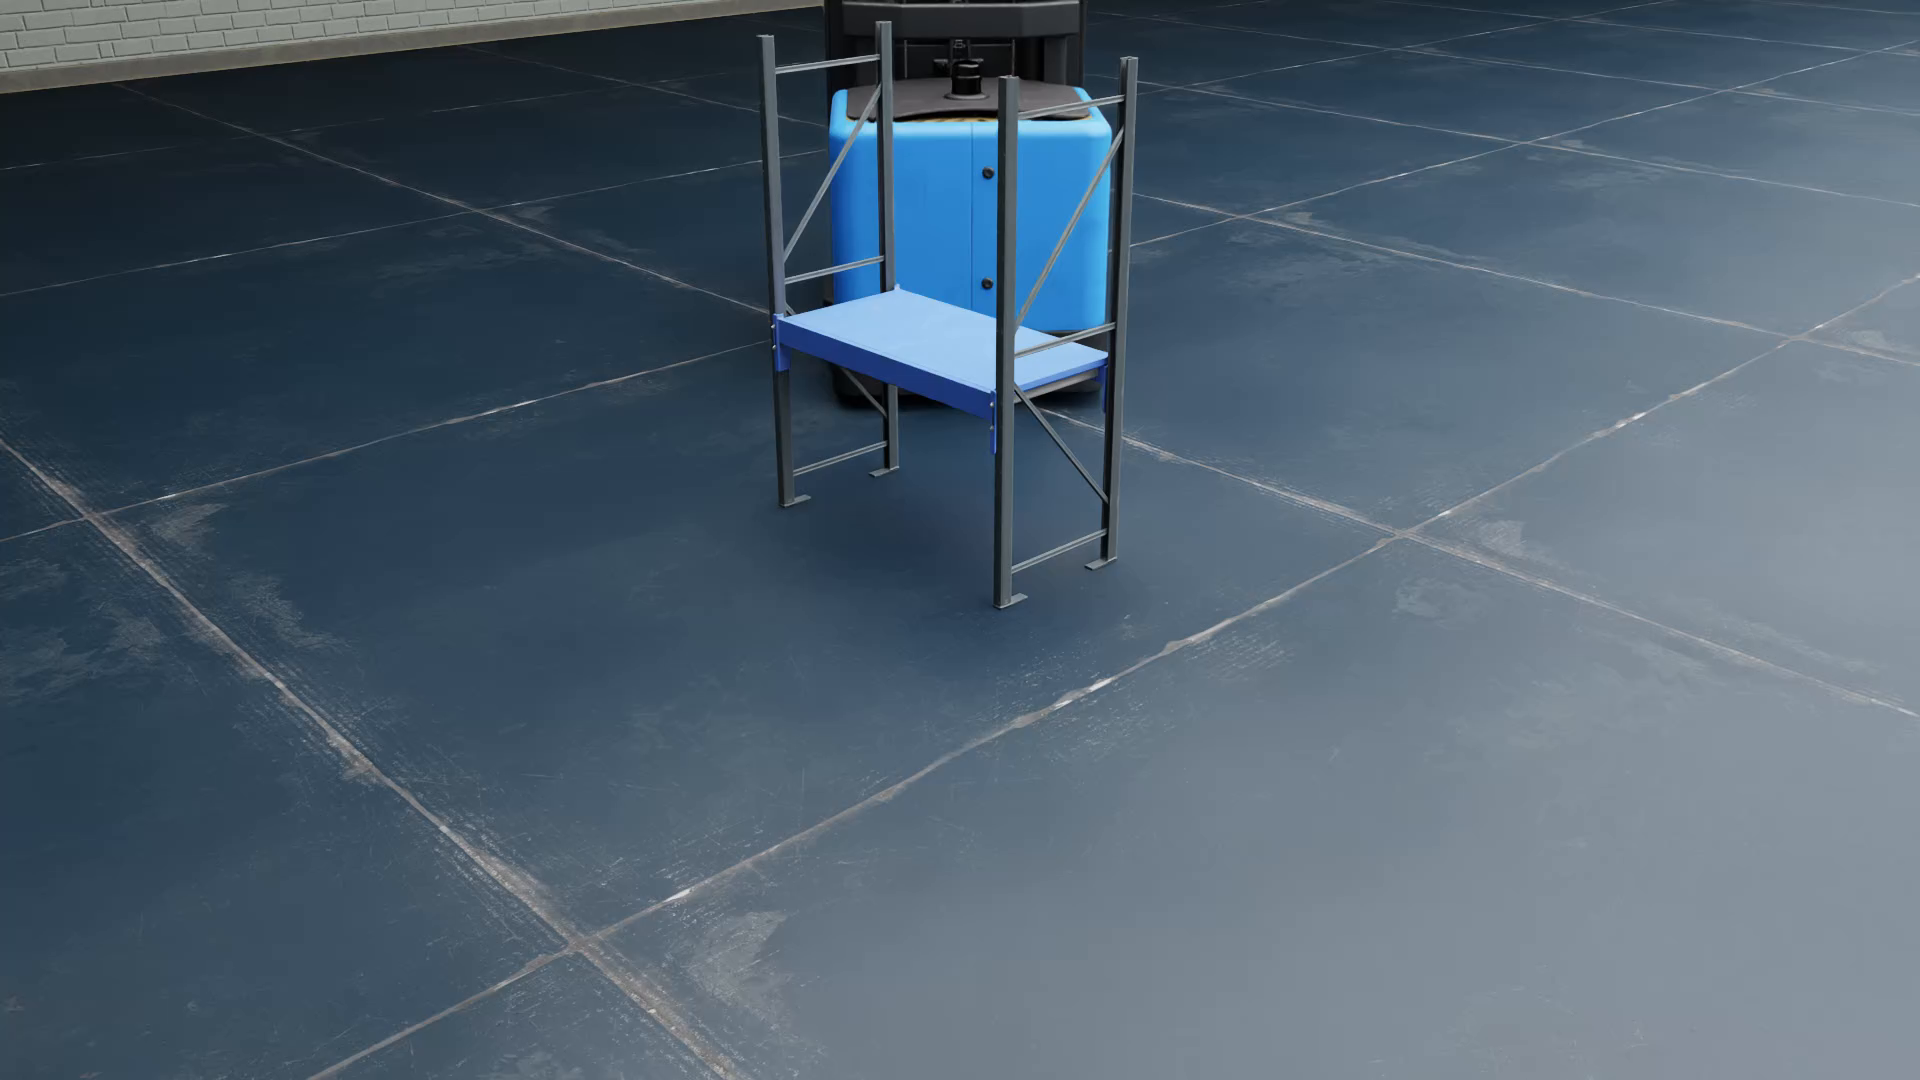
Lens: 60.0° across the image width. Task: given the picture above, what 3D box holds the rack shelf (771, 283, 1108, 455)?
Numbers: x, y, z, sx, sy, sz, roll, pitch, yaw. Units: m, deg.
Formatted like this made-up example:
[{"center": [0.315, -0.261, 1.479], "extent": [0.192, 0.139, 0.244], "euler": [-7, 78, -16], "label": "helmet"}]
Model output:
[{"center": [-0.058, -0.545, 5.070], "extent": [0.538, 0.185, 1.000], "euler": [-21, 32, -38], "label": "rack shelf"}]

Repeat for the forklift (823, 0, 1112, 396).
[{"center": [-0.035, -2.446, 7.080], "extent": [1.130, 2.935, 3.031], "euler": [-1, 25, -3], "label": "forklift"}]

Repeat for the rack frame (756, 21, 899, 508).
[{"center": [-0.406, -0.862, 5.333], "extent": [0.500, 1.500, 0.032], "euler": [-21, 32, -38], "label": "rack frame"}]

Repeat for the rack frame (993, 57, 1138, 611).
[{"center": [0.289, -0.554, 4.658], "extent": [0.500, 1.500, 0.032], "euler": [-21, 32, -38], "label": "rack frame"}]

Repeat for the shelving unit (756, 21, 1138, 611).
[{"center": [-0.058, -0.708, 4.995], "extent": [0.538, 1.500, 1.048], "euler": [-21, 32, -38], "label": "shelving unit"}]
